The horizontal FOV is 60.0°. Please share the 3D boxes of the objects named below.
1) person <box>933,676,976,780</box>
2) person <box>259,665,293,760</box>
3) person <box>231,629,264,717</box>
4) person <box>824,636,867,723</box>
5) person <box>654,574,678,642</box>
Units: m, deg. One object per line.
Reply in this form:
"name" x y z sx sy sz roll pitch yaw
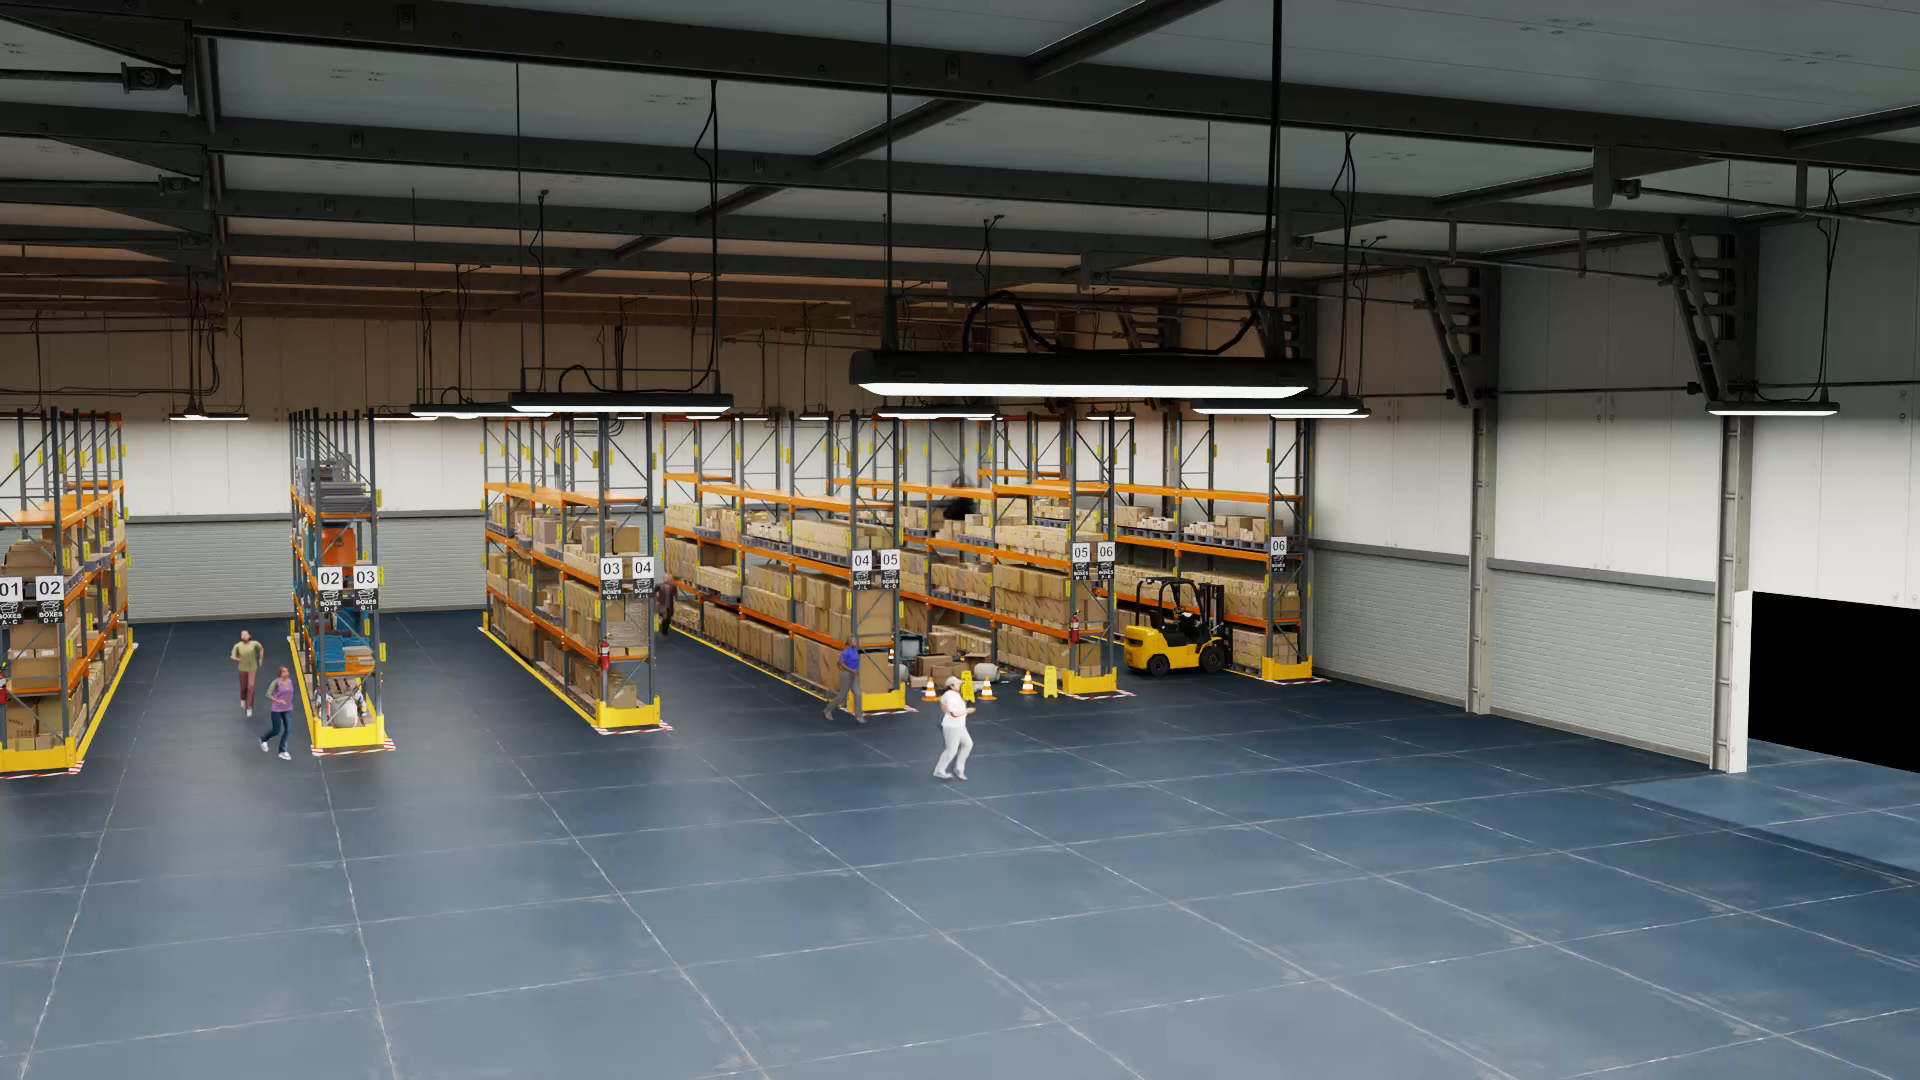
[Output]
"person" -0.082 3.037 26.645 0.680 1.714 0.581 0 4 6
"person" -11.685 2.942 28.585 0.747 1.588 0.550 3 5 35
"person" -14.072 2.586 32.853 0.584 1.684 0.969 -1 4 -18
"person" -2.105 2.664 31.939 0.921 1.633 0.662 2 5 30
"person" -7.745 1.789 43.818 0.617 1.814 0.931 -2 5 -30
